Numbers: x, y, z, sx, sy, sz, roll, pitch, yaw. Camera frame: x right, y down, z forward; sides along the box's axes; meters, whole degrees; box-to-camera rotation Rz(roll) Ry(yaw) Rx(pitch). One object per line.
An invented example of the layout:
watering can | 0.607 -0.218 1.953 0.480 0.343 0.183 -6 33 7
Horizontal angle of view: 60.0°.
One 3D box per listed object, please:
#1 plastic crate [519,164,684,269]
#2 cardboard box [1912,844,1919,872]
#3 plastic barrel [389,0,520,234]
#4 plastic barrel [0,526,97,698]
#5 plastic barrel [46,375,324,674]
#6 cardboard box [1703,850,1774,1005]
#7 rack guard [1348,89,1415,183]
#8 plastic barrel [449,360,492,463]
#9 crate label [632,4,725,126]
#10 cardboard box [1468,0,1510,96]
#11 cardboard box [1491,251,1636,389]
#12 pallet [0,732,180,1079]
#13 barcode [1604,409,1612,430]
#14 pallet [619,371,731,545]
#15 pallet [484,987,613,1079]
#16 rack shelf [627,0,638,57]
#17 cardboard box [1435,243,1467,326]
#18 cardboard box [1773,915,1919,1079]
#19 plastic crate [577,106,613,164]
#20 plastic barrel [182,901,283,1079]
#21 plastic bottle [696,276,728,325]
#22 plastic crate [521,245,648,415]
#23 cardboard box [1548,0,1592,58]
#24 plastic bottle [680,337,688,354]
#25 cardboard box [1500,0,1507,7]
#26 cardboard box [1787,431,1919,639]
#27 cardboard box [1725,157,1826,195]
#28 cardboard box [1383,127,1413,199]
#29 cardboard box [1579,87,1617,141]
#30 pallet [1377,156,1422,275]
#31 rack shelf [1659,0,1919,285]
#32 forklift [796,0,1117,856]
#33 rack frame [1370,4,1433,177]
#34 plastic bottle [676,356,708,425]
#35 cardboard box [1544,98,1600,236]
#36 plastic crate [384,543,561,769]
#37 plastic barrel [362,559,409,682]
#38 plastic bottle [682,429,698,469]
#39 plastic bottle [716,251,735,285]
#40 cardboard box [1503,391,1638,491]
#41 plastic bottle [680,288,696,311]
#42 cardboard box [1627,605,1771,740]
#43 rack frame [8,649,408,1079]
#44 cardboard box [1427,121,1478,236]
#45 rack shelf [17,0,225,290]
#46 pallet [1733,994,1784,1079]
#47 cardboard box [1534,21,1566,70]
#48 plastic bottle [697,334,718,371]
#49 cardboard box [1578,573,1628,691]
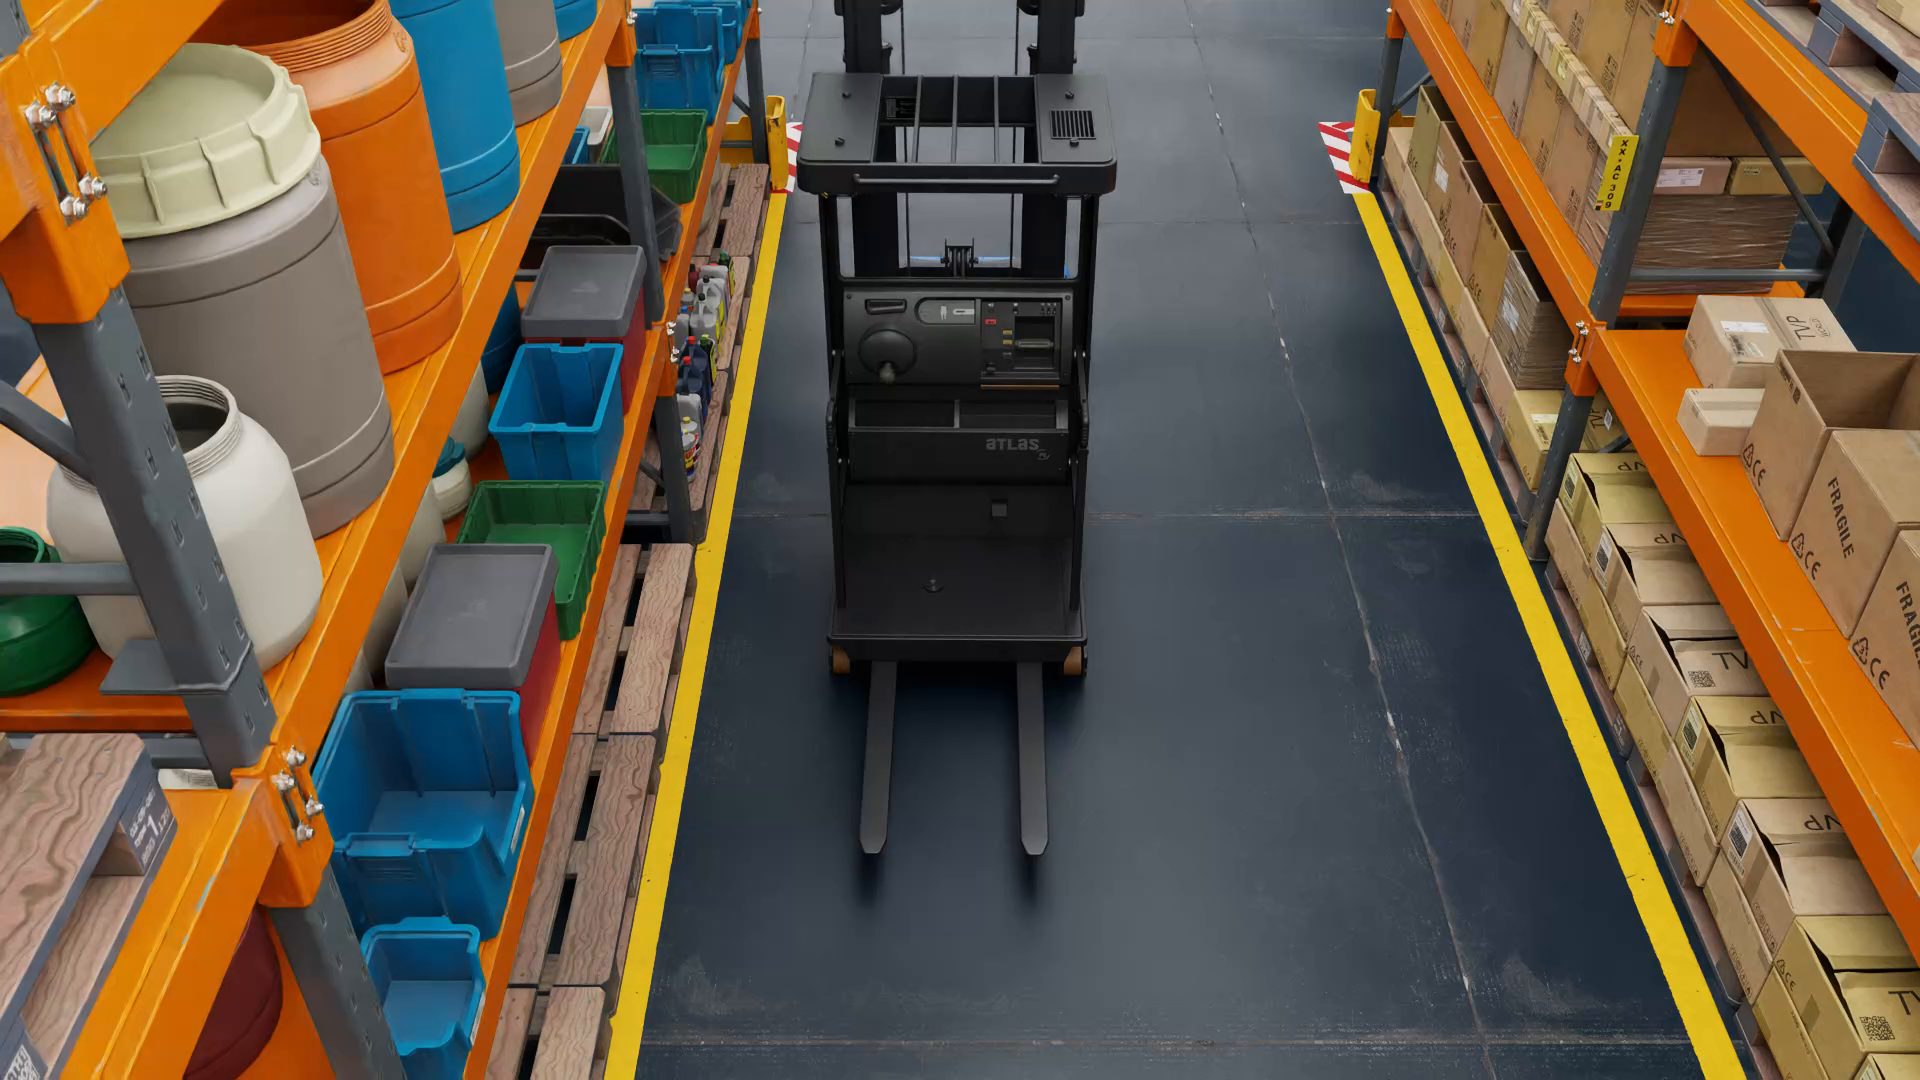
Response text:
plastic crate | -1.636 -1.406 7.401 0.767 0.338 0.504 0 39 0
cardboard box | 2.918 0.933 4.633 0.380 0.149 0.250 0 39 0
plastic barrel | -1.543 -1.333 4.460 0.600 0.901 0.708 0 39 0
plastic barrel | -1.809 0.135 3.154 0.294 0.245 0.294 0 39 0
plastic barrel | -1.452 -0.010 3.121 0.421 0.512 0.421 0 39 0
cardboard box | 2.949 1.341 5.786 0.500 0.250 0.500 1 39 1
rack guard | 3.186 -2.645 10.896 1.175 0.500 0.348 0 39 0
plastic barrel | -1.981 -0.557 6.183 0.433 0.535 0.433 0 39 0
crate label | -1.495 -2.467 8.647 0.502 0.435 0.616 0 39 0
cardboard box | 3.174 -2.713 8.903 0.700 0.500 0.500 0 39 0
cardboard box | 2.983 -1.090 8.220 0.500 0.500 0.500 0 39 0
pallet | -1.855 0.780 2.375 1.003 0.211 1.213 0 39 0
barcode | 2.775 -0.515 7.119 0.001 0.075 0.075 0 39 0
pallet | -1.722 -0.434 8.369 1.003 0.211 1.213 0 39 0
pallet | -1.720 2.003 5.328 1.003 0.211 1.213 0 39 0
rack shelf | -1.765 -3.243 7.820 1.077 0.370 4.000 0 39 0
cardboard box | 2.964 -1.423 9.235 0.500 0.250 0.500 0 39 0
cardboard box | 2.941 1.436 5.220 0.500 0.311 0.500 -1 39 -1
plastic crate | -2.018 -2.015 8.322 0.530 0.136 0.437 0 39 0
plastic barrel | -2.061 1.056 4.171 0.600 0.536 0.708 0 39 0
plastic bottle | -1.354 -1.320 9.070 0.152 0.276 0.135 -1 39 -1
plastic crate | -1.456 -0.825 6.575 0.402 0.464 0.583 0 39 0
cardboard box | 3.182 -2.556 7.669 0.700 0.500 0.500 0 39 0
plastic bottle | -1.386 -0.925 8.581 0.097 0.271 0.097 0 39 0
cardboard box | 2.975 -2.846 8.550 0.380 0.149 0.250 -1 39 -1
cardboard box | 3.177 -0.020 5.542 0.500 0.500 0.500 0 39 0
cardboard box | 3.384 -1.564 6.950 0.380 0.149 0.250 0 39 0
cardboard box | 2.964 -2.361 10.405 0.500 0.250 0.500 0 39 0
cardboard box | 2.975 -1.884 7.349 0.380 0.149 0.250 -1 39 -1
pallet | 3.229 -2.039 10.371 1.003 0.211 1.213 0 39 0
rack shelf | 3.193 -0.743 4.700 1.077 0.370 4.000 0 39 0
forklift | -0.007 -0.749 6.587 1.130 2.935 3.031 0 39 1
rack frame | 3.186 -3.605 10.096 1.000 3.000 0.127 0 39 0
plastic bottle | -1.348 -0.746 8.294 0.144 0.351 0.185 1 39 1
cardboard box | 3.177 -1.750 7.701 0.700 0.500 0.500 0 39 -1
plastic crate | -1.454 0.363 5.093 0.402 0.464 0.583 0 39 0
plastic barrel | -1.979 0.172 5.273 0.433 0.535 0.433 0 39 0
plastic bottle | -1.325 -0.445 8.038 0.097 0.201 0.097 0 39 0
plastic bottle | -1.327 -1.535 9.399 0.097 0.201 0.097 0 39 0
cardboard box | 2.972 -0.484 8.064 0.500 0.250 0.500 0 39 0
plastic bottle | -1.478 -1.279 9.079 0.097 0.201 0.097 0 39 0
cardboard box | 2.939 0.482 6.410 0.500 0.311 0.500 -1 39 -2
rack frame | -1.758 1.399 3.851 1.000 3.000 0.127 0 39 0
cardboard box | 2.980 -2.028 9.391 0.500 0.500 0.500 0 39 0
rack shelf | -1.760 -1.756 3.886 1.077 0.370 4.000 0 39 0
pallet | 3.234 1.971 5.367 1.003 0.211 1.213 0 39 0
cardboard box | 2.976 -2.360 7.943 0.380 0.149 0.250 1 39 1
plastic bottle | -1.326 -0.982 8.709 0.097 0.201 0.097 0 39 0
cardboard box | 2.943 0.377 6.989 0.500 0.250 0.500 1 39 1
